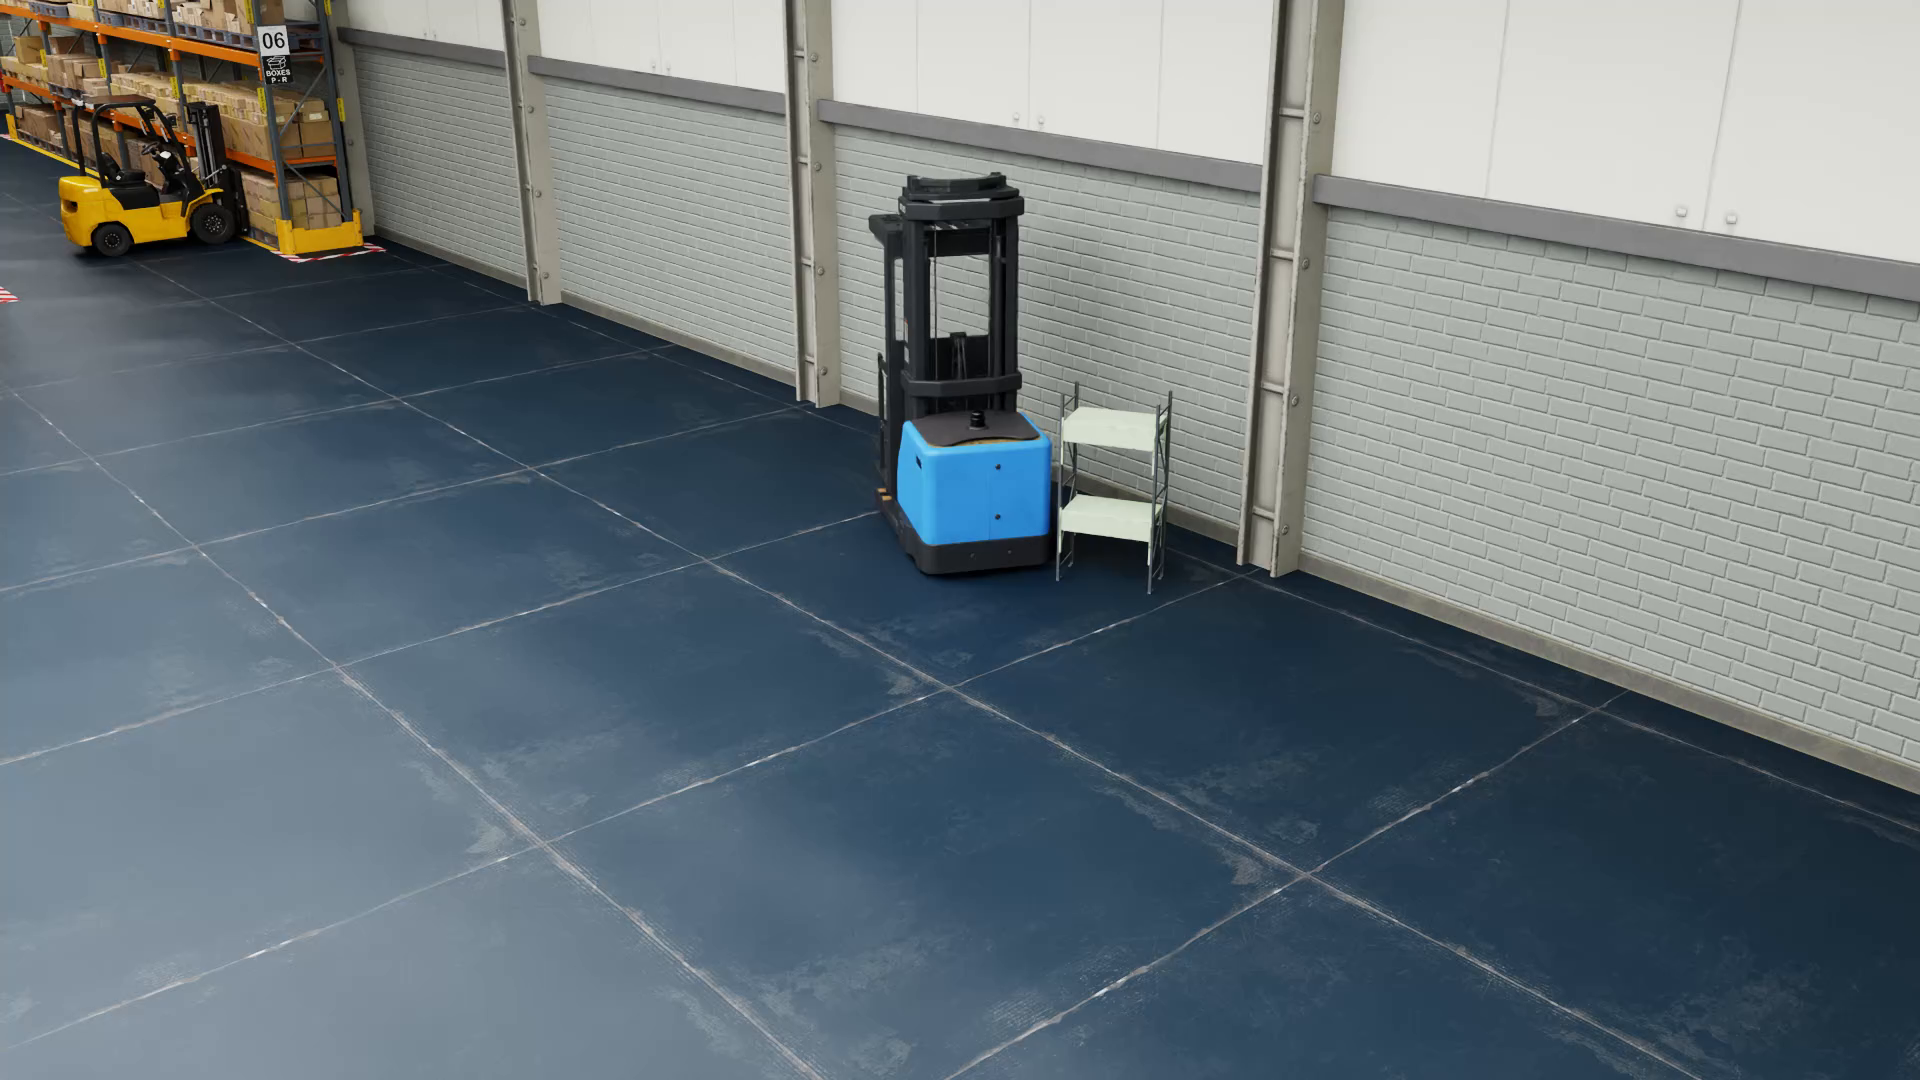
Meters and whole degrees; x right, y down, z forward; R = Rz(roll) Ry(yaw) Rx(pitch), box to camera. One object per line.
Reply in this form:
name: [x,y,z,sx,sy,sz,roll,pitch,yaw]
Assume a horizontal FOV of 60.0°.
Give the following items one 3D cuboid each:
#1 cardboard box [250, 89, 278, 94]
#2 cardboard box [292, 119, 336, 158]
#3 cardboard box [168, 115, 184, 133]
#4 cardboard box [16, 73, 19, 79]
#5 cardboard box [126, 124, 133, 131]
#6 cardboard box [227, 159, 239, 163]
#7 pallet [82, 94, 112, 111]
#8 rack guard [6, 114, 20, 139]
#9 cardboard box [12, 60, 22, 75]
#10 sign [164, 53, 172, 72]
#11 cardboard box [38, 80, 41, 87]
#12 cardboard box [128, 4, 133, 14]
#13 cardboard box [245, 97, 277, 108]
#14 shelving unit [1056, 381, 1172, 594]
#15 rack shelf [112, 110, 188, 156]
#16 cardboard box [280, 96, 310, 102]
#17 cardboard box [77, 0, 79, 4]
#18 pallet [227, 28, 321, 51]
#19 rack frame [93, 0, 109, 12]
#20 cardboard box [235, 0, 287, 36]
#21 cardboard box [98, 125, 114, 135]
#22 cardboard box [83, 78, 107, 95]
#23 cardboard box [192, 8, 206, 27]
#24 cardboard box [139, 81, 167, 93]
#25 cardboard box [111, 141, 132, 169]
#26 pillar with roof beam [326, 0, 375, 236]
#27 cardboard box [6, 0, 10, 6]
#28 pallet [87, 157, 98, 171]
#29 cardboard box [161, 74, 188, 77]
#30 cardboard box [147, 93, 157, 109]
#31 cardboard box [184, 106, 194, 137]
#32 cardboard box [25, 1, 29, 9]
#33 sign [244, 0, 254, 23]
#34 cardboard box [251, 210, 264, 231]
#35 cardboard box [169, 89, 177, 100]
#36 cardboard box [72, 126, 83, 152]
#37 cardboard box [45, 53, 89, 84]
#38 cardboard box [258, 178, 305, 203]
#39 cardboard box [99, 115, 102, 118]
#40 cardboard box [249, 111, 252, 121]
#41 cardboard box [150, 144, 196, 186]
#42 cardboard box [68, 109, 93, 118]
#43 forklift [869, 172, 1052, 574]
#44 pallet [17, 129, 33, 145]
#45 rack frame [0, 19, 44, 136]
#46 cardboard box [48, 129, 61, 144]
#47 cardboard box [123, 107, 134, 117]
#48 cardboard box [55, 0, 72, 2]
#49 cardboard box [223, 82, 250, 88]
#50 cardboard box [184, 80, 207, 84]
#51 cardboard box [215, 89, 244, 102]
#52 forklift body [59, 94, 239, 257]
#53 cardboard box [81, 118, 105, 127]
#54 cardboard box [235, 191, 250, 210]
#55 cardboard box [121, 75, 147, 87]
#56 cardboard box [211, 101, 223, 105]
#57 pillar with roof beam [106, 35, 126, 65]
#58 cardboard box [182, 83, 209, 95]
cardboard box: [-10.756,-6.896,25.770,0.380,0.149,0.250,-16,27,-36]
cardboard box: [-9.648,-6.009,24.802,0.500,0.500,0.500,-16,27,-36]
cardboard box: [-12.673,-6.872,27.347,0.500,0.250,0.500,-17,27,-36]
cardboard box: [-19.455,-9.699,34.704,0.380,0.149,0.250,-16,27,-36]
cardboard box: [-15.552,-7.809,31.496,0.380,0.149,0.250,-18,28,-39]
cardboard box: [-11.742,-5.893,26.467,0.500,0.250,0.500,-17,27,-37]
pallet: [-15.253,-8.051,30.415,1.213,0.211,1.003,-17,27,-37]
rack guard: [-19.930,-8.995,35.990,1.175,0.500,0.348,-17,27,-37]
cardboard box: [-19.224,-9.781,34.366,0.500,0.250,0.500,-18,28,-38]
sign: [-14.339,-8.642,30.073,0.100,0.325,0.005,-17,27,-37]
cardboard box: [-18.293,-9.198,33.424,0.380,0.149,0.250,-17,27,-36]
cardboard box: [-13.597,-8.831,27.662,0.380,0.149,0.250,-18,28,-38]
cardboard box: [-10.411,-6.508,24.780,0.380,0.149,0.250,-17,27,-37]
shelving unit: [1.169,-0.401,12.678,0.755,1.500,0.431,8,23,19]
rack shelf: [-13.452,-7.082,28.665,1.077,0.370,4.000,-17,27,-37]
cardboard box: [-9.921,-6.540,24.860,0.380,0.149,0.250,-17,27,-36]
cardboard box: [-15.798,-9.817,30.207,0.380,0.149,0.250,-17,27,-37]
pallet: [-9.977,-7.316,24.285,1.003,0.211,1.213,-17,27,-37]
rack frame: [-14.757,-10.763,28.851,1.000,3.000,0.127,-17,27,-37]
cardboard box: [-10.009,-7.509,23.806,0.500,0.500,0.500,-16,27,-36]
cardboard box: [-15.913,-7.683,31.176,0.380,0.149,0.250,-18,28,-38]
cardboard box: [-15.691,-8.310,30.443,0.500,0.250,0.500,-19,28,-40]
cardboard box: [-11.407,-7.958,25.274,0.396,0.266,0.258,-18,28,-39]
cardboard box: [-13.626,-7.655,28.116,0.380,0.149,0.250,-18,28,-39]
cardboard box: [-15.196,-7.067,30.492,0.500,0.500,0.500,-16,27,-36]
pillar with roof beam: [-12.568,-7.935,21.630,9.100,9.000,0.400,-17,27,-37]
cardboard box: [-19.020,-10.870,33.580,0.380,0.149,0.250,-17,27,-37]
pallet: [-16.008,-7.223,31.863,1.003,0.211,1.213,-17,27,-37]
cardboard box: [-13.800,-8.094,29.235,0.380,0.149,0.250,-18,28,-38]
cardboard box: [-13.331,-7.385,27.973,0.500,0.250,0.500,-17,27,-36]
cardboard box: [-12.054,-6.726,26.633,0.500,0.500,0.500,-18,28,-39]
cardboard box: [-18.153,-10.528,32.709,0.380,0.149,0.250,-16,27,-36]
sign: [-9.955,-7.406,23.288,0.100,0.325,0.005,-17,27,-37]
cardboard box: [-10.399,-4.869,25.223,0.500,0.250,0.500,-17,27,-37]
cardboard box: [-12.720,-7.322,27.264,0.380,0.149,0.250,-18,28,-38]
cardboard box: [-16.868,-7.774,32.298,0.500,0.500,0.500,-18,28,-38]
cardboard box: [-17.222,-9.130,32.194,0.700,0.500,0.500,-17,27,-36]
cardboard box: [-10.072,-5.193,24.679,0.500,0.250,0.500,-16,27,-36]
cardboard box: [-16.734,-8.304,32.761,0.380,0.149,0.250,-17,27,-37]
cardboard box: [-10.286,-6.287,24.622,0.380,0.149,0.250,-17,27,-36]
cardboard box: [-13.488,-6.519,28.922,0.875,0.625,0.625,-19,28,-40]
cardboard box: [-17.130,-8.324,32.404,0.380,0.149,0.250,-19,28,-40]
forklift: [-0.125,-1.606,13.792,1.130,2.935,3.031,-5,22,-13]
pallet: [-19.408,-8.640,35.481,1.003,0.211,1.213,-17,27,-37]
rack frame: [-19.979,-10.180,35.588,1.000,3.000,0.127,-17,27,-37]
cardboard box: [-18.187,-8.180,33.655,0.396,0.266,0.258,-16,27,-36]
cardboard box: [-14.328,-7.579,29.153,0.500,0.250,0.500,-18,28,-39]
cardboard box: [-16.452,-10.001,30.649,0.380,0.149,0.250,-17,27,-36]
cardboard box: [-11.576,-7.256,26.689,0.380,0.149,0.250,-18,28,-39]
cardboard box: [-13.005,-7.726,28.296,0.380,0.149,0.250,-18,27,-38]
cardboard box: [-11.262,-6.856,25.667,0.380,0.149,0.250,-18,27,-38]
forklift body: [-12.155,-5.454,24.685,2.313,2.155,1.214,-17,27,-37]
cardboard box: [-16.731,-8.047,32.105,0.380,0.149,0.250,-18,28,-38]
cardboard box: [-10.762,-5.246,25.500,0.500,0.250,0.500,-18,28,-39]
cardboard box: [-14.410,-8.022,29.051,0.380,0.149,0.250,-17,27,-36]
cardboard box: [-11.324,-6.702,25.682,0.380,0.149,0.250,-19,28,-39]
pillar with roof beam: [-20.401,-11.250,30.095,9.100,9.000,0.400,-17,27,-37]
cardboard box: [-12.163,-7.193,26.527,0.380,0.149,0.250,-17,27,-36]
